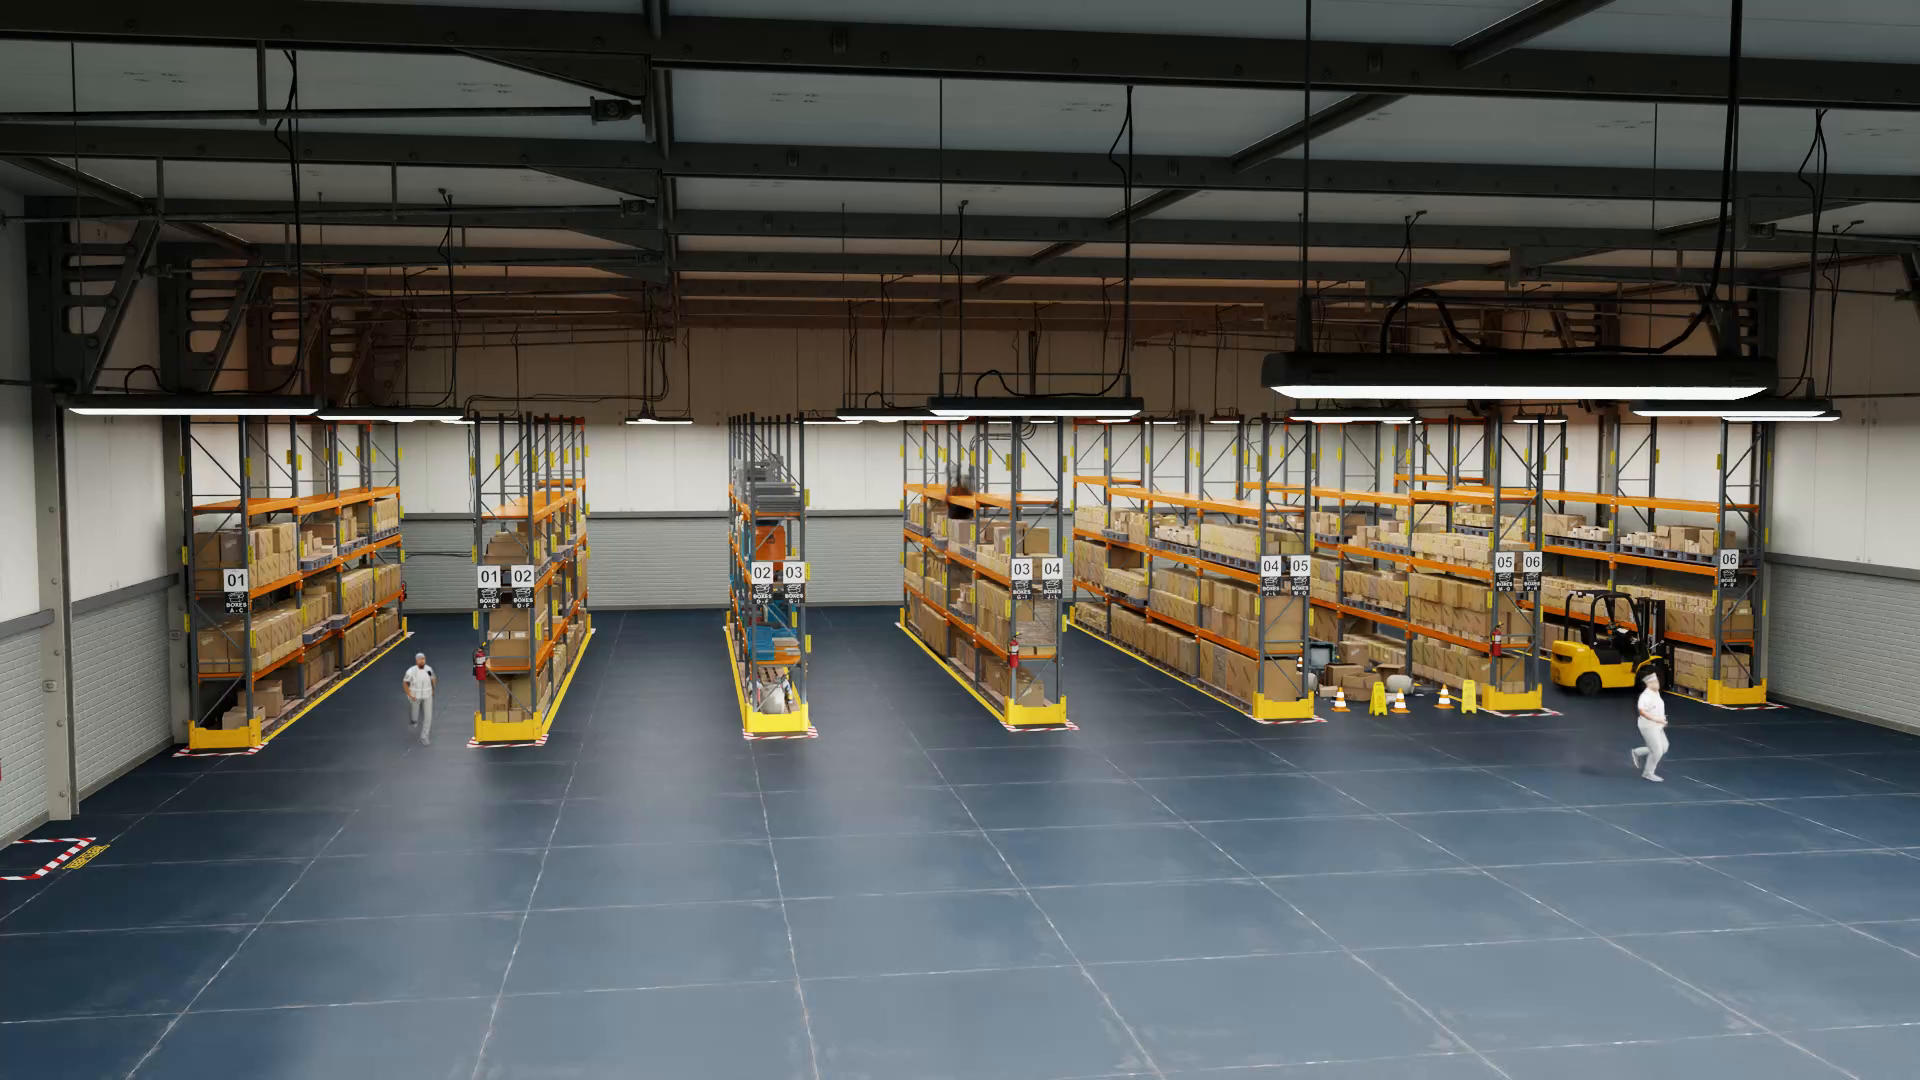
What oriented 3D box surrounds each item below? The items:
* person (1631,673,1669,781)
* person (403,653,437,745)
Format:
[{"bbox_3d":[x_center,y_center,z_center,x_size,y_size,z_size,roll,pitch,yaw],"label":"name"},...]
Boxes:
[{"bbox_3d":[11.235,3.023,27.041,0.601,1.752,0.697,3,5,38],"label":"person"},{"bbox_3d":[-9.821,2.877,30.287,0.606,1.639,0.805,-2,4,-26],"label":"person"}]
